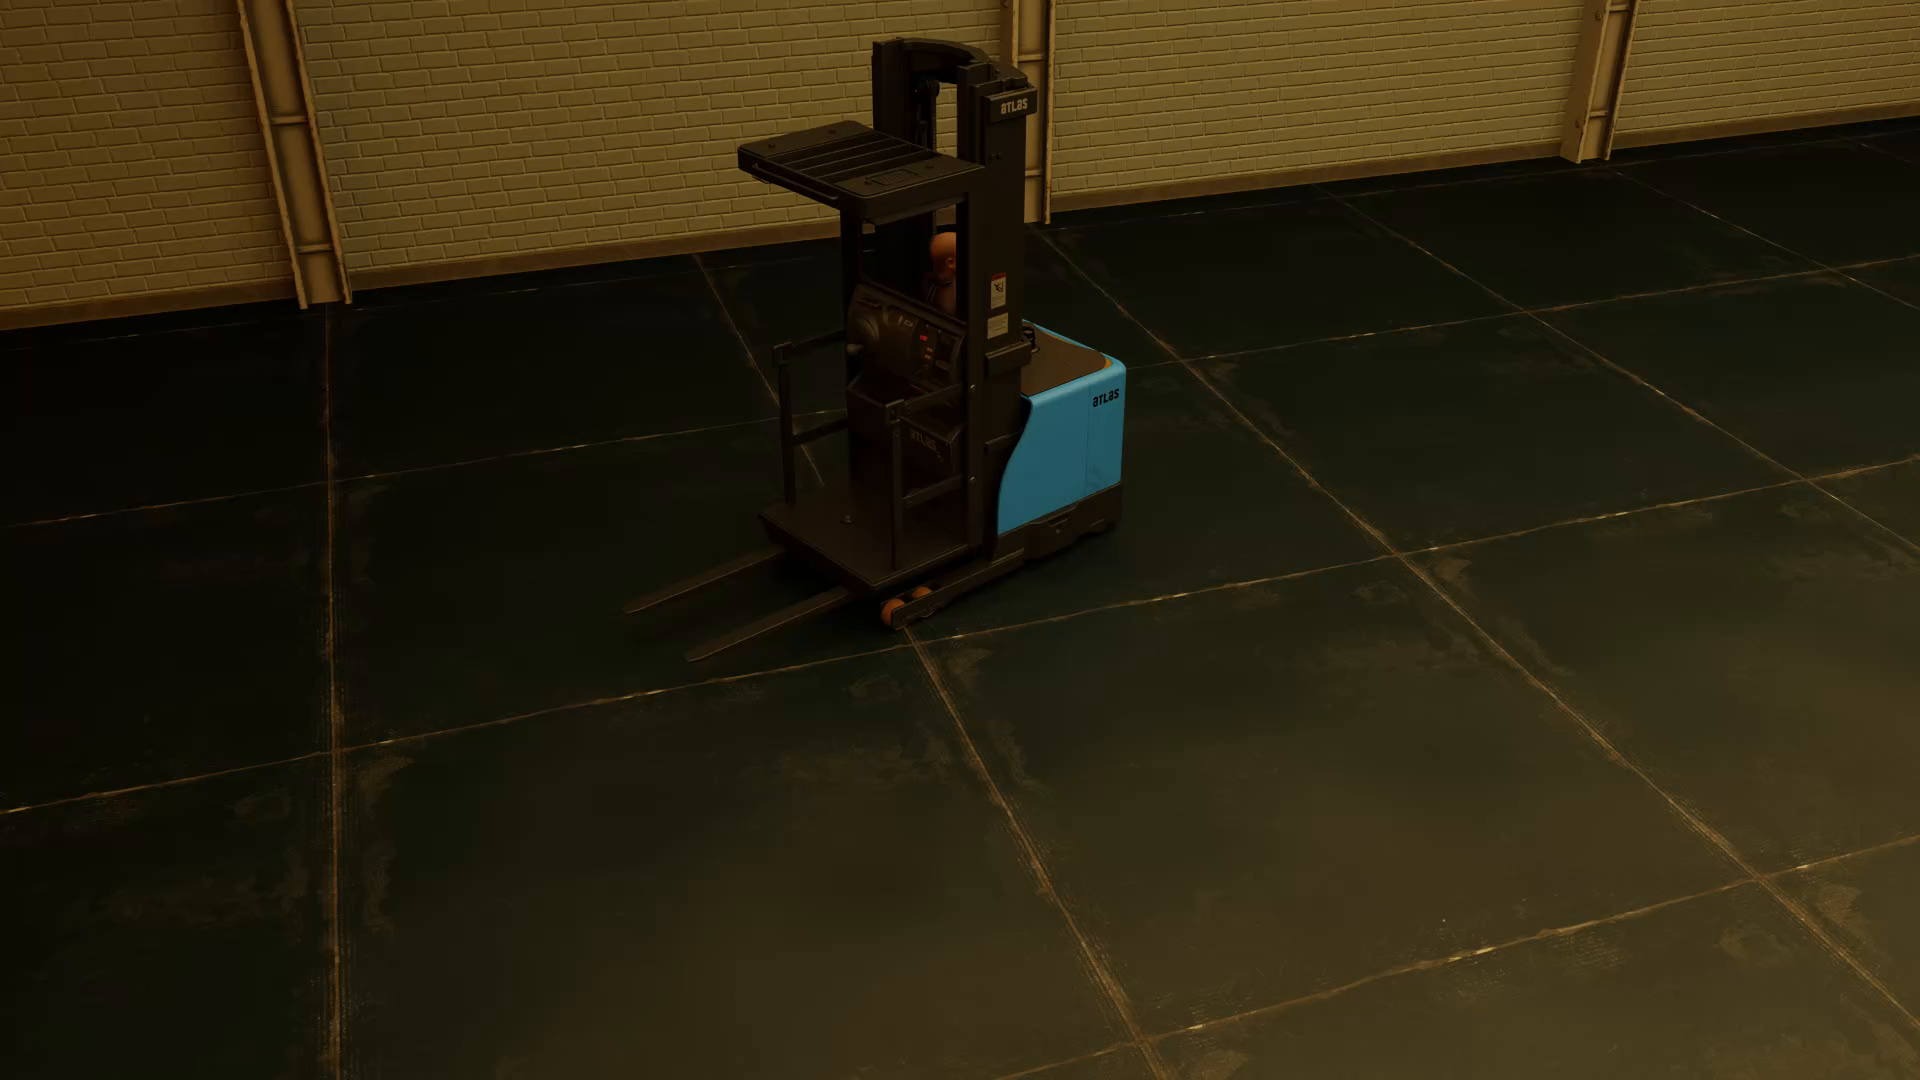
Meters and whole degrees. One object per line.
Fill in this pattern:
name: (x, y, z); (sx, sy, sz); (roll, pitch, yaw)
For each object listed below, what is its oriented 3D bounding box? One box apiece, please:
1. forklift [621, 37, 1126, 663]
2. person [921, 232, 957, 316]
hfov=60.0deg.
forklift: (-0.461, -1.072, 8.951); (3.031, 2.935, 1.130); (-23, 37, -34)
person: (-0.008, -0.935, 9.471); (0.331, 1.710, 0.562); (-10, 31, -16)
